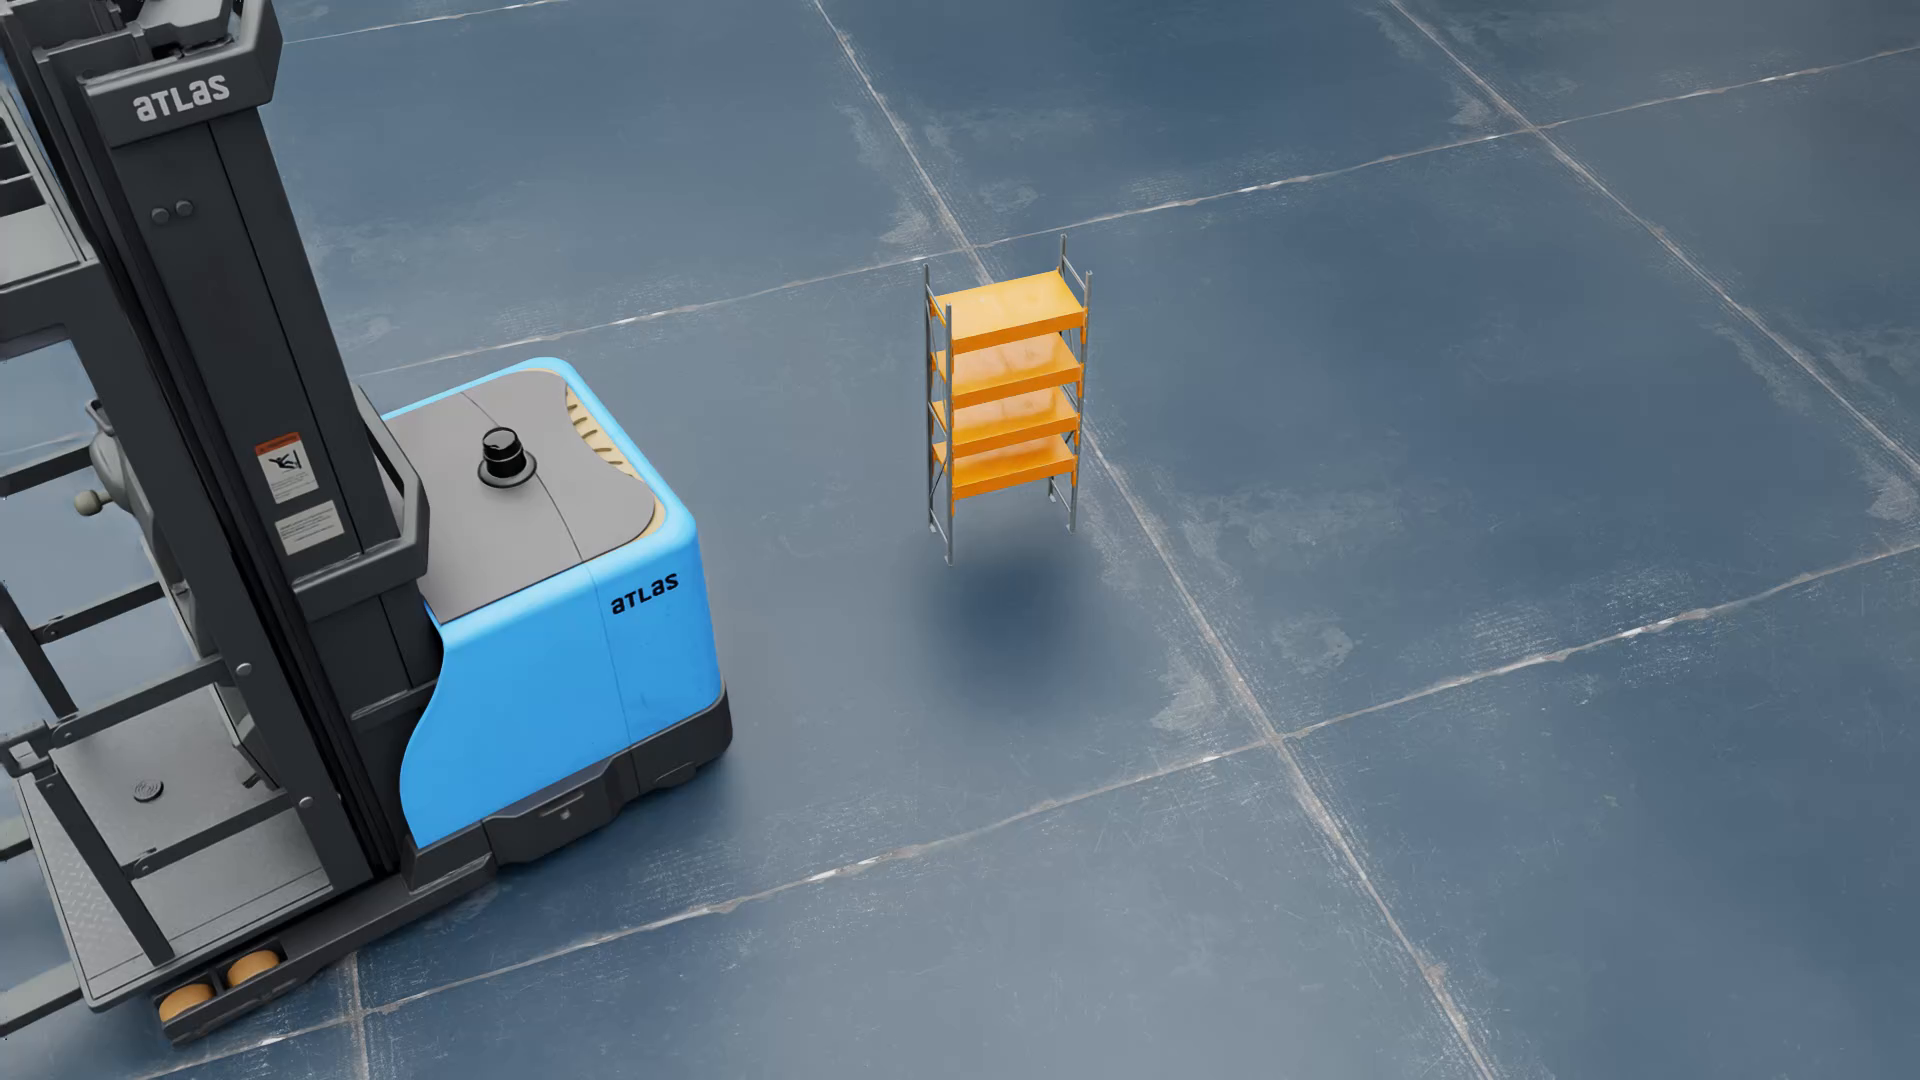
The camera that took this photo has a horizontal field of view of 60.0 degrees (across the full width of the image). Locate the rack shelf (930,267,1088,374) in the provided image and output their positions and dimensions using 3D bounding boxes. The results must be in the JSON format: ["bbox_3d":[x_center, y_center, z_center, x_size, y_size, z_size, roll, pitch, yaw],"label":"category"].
[{"bbox_3d":[0.156,-0.741,5.586,0.480,0.148,0.258,-14,47,-14],"label":"rack shelf"}]

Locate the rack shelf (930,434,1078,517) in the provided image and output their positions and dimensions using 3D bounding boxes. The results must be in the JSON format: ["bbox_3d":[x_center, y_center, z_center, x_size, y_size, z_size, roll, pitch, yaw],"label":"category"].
[{"bbox_3d":[0.156,-0.276,6.053,0.480,0.148,0.258,-14,47,-14],"label":"rack shelf"}]

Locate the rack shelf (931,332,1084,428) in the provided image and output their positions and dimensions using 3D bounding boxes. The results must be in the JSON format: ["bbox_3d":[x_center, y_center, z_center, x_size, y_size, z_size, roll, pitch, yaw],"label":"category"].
[{"bbox_3d":[0.156,-0.574,5.754,0.480,0.148,0.258,-14,47,-14],"label":"rack shelf"}]

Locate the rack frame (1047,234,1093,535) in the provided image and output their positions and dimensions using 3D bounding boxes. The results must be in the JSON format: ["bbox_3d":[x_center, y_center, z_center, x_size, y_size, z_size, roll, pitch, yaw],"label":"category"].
[{"bbox_3d":[0.385,-0.522,5.923,0.015,1.200,0.240,-14,47,-14],"label":"rack frame"}]

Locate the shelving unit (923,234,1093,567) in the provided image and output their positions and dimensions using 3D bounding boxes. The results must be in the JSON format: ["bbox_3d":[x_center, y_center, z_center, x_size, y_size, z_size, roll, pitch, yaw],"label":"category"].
[{"bbox_3d":[0.156,-0.463,5.865,0.503,1.200,0.258,-14,47,-14],"label":"shelving unit"}]

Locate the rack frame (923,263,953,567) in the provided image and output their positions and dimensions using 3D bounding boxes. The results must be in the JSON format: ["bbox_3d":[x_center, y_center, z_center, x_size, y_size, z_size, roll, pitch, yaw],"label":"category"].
[{"bbox_3d":[-0.074,-0.405,5.806,0.015,1.200,0.240,-14,47,-14],"label":"rack frame"}]

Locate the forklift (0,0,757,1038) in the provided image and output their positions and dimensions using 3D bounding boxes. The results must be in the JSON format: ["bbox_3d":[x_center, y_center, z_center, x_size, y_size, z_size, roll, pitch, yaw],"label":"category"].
[{"bbox_3d":[-2.182,-0.059,4.239,3.031,2.935,1.130,-26,50,-23],"label":"forklift"}]

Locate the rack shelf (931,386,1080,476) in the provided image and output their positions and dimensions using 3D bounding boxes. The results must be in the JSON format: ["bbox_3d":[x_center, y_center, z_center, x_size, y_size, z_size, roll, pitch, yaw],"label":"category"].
[{"bbox_3d":[0.156,-0.416,5.912,0.480,0.148,0.258,-14,47,-14],"label":"rack shelf"}]
